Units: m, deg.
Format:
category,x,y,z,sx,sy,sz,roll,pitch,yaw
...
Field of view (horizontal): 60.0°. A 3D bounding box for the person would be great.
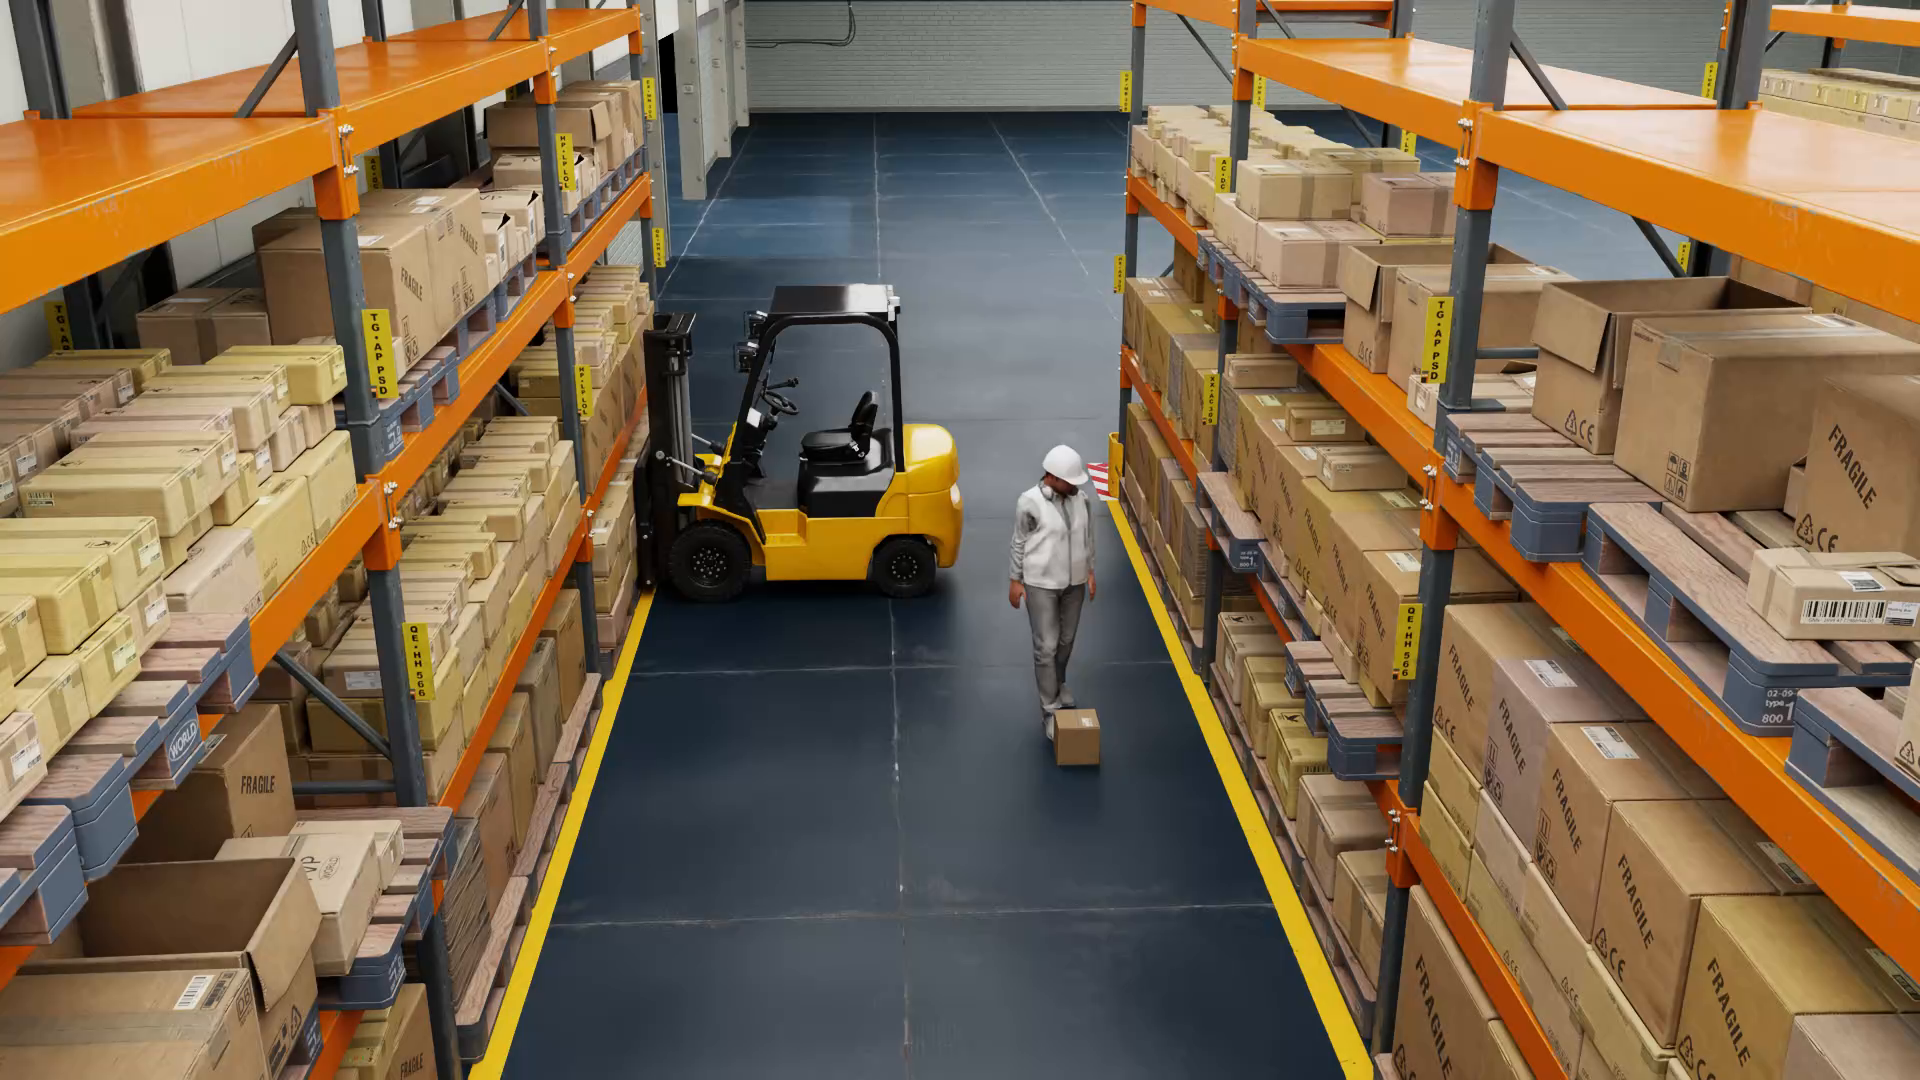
category,x,y,z,sx,sy,sz,roll,pitch,yaw
person,0.652,0.281,10.235,0.572,1.758,0.673,-11,23,-27
